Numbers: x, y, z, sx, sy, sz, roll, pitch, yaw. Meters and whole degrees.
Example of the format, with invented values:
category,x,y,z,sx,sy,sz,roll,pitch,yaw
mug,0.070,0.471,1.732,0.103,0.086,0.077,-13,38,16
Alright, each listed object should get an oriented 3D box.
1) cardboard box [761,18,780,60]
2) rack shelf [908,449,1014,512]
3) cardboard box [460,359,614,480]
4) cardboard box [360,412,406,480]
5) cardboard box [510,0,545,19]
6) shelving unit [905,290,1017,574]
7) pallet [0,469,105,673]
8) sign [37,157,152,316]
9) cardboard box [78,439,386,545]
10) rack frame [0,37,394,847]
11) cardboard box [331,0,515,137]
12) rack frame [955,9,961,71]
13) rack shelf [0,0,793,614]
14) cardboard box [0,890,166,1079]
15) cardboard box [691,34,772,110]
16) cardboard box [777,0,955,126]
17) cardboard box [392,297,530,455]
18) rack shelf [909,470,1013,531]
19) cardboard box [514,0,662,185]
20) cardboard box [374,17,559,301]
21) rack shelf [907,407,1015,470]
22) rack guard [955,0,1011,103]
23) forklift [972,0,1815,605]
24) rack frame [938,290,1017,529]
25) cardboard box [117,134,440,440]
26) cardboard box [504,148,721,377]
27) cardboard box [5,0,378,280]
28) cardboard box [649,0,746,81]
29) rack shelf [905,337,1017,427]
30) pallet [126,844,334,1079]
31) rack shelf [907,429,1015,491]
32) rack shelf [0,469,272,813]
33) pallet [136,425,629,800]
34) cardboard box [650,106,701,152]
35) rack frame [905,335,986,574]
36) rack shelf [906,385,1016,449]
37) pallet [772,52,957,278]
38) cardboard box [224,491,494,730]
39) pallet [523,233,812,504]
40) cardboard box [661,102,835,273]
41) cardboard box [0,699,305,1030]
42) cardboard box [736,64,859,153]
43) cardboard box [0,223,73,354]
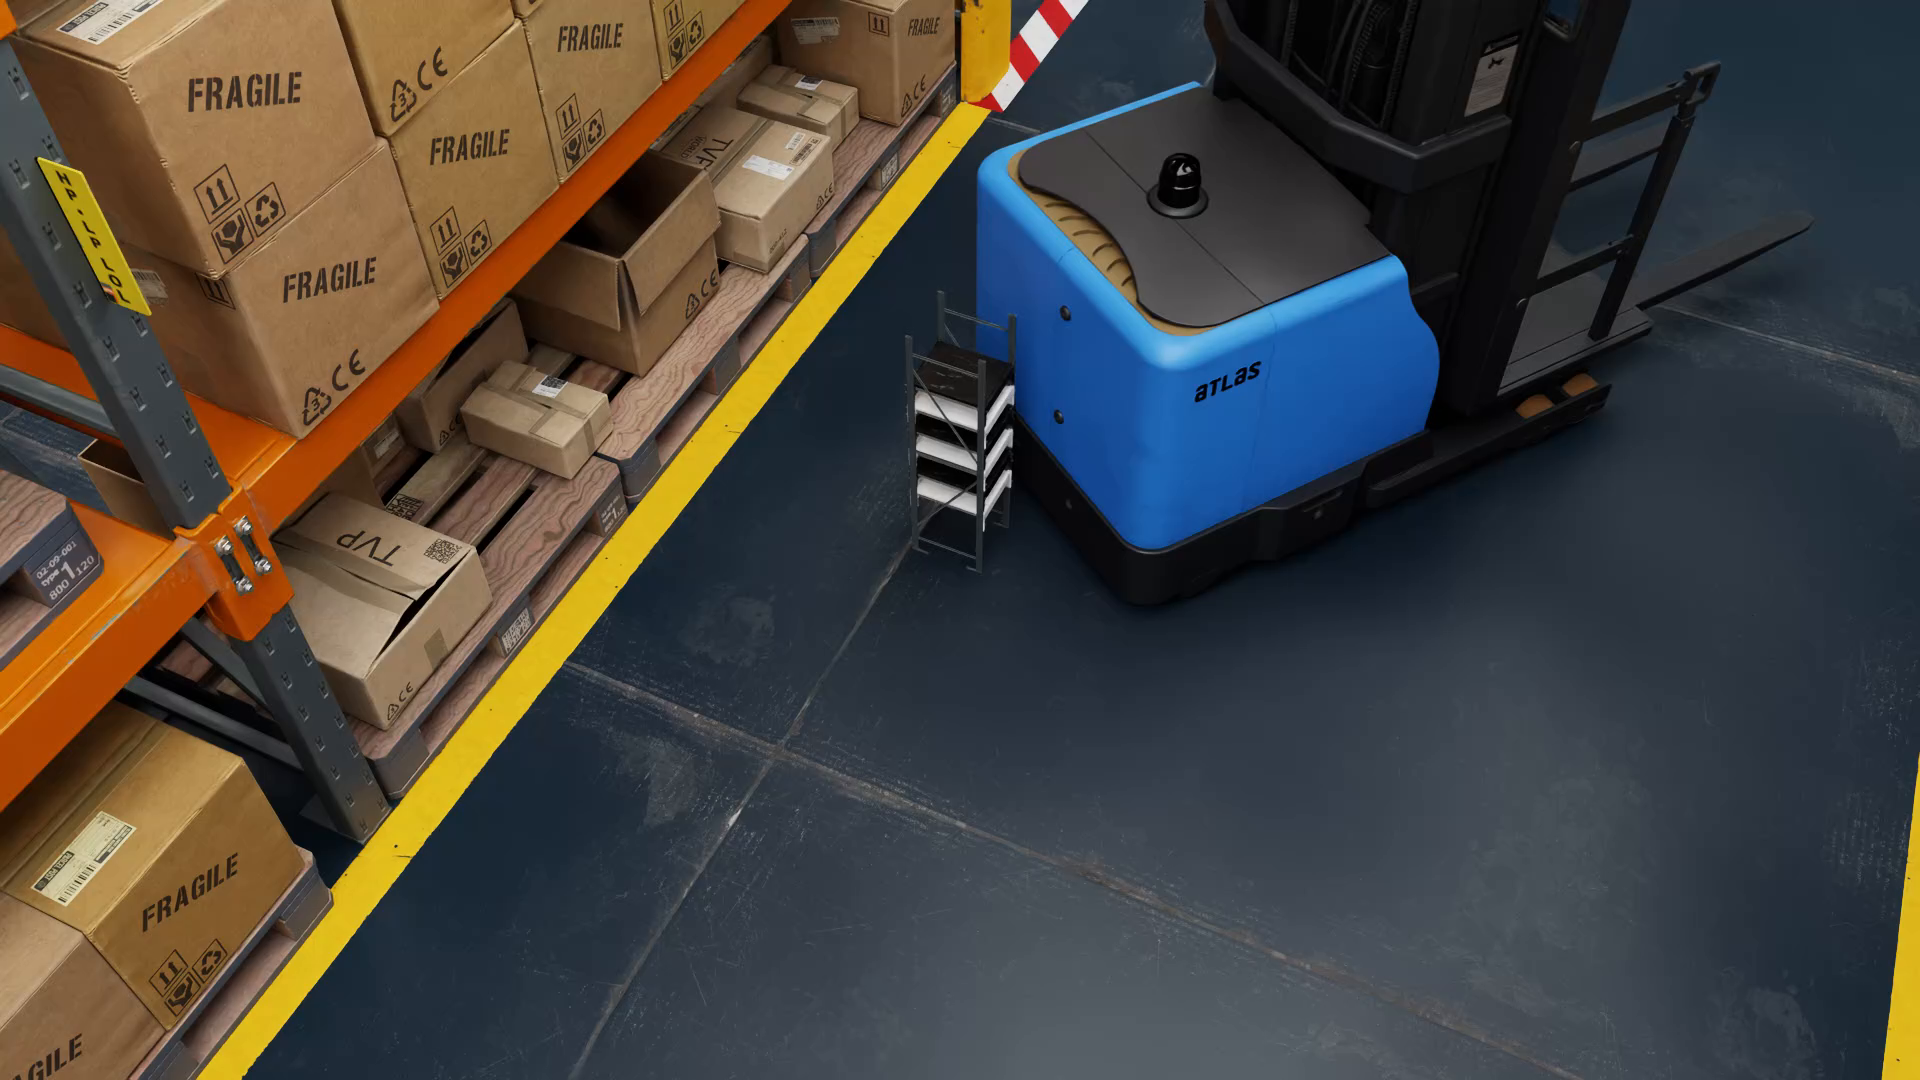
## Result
category,x,y,z,sx,sy,sz,roll,pitch,yaw
cardboard box,-0.938,-1.971,6.529,0.380,0.166,0.250,20,52,16
rack shelf,0.003,-0.217,5.006,0.258,0.077,0.200,20,52,16
cardboard box,-1.315,-0.383,5.178,0.380,0.166,0.250,20,52,16
cardboard box,-1.957,-0.322,5.138,0.380,0.149,0.250,20,52,16
cardboard box,-1.154,-1.640,3.953,0.500,0.500,0.500,18,52,15
shelving unit,0.003,-0.297,4.912,0.258,0.900,0.210,20,52,16
pallet,-2.490,0.236,3.206,1.003,0.211,1.213,20,52,16
sign,-1.547,-0.538,2.978,0.100,0.325,0.005,20,52,16
cardboard box,-2.063,-0.158,4.767,0.500,0.500,0.500,20,52,16
rack frame,-2.050,-0.341,3.571,1.000,3.000,0.127,20,52,16
cardboard box,-1.374,-1.286,3.652,0.500,0.500,0.500,18,52,15
rack frame,-0.341,-3.095,5.914,1.000,3.000,0.127,20,52,16
rack shelf,-1.196,-1.485,5.016,1.077,0.370,4.000,20,52,16
cardboard box,-2.221,1.097,3.699,0.500,0.500,0.500,20,52,16
cardboard box,-1.044,-1.720,6.261,0.500,0.250,0.500,20,52,16
cardboard box,-0.351,-1.973,6.312,0.500,0.500,0.500,20,52,16
cardboard box,-1.743,-0.613,5.279,0.500,0.311,0.500,20,52,16
rack shelf,0.003,-0.159,5.075,0.258,0.077,0.200,20,52,16
cardboard box,-1.154,-1.333,4.349,0.500,0.500,0.500,20,52,16
cardboard box,-1.370,-0.989,4.057,0.500,0.500,0.500,21,53,17
rack shelf,0.003,-0.334,4.869,0.258,0.077,0.200,20,52,16
rack guard,-0.374,-2.233,6.822,1.175,0.500,0.348,20,52,16
forklift,1.571,-1.597,4.684,3.031,2.935,1.130,-24,54,-19
rack frame,0.047,-0.367,4.972,0.240,0.900,0.006,20,52,16
cardboard box,-1.586,-0.636,3.756,0.500,0.500,0.500,21,53,17
cardboard box,-1.252,-0.970,5.456,0.797,0.503,0.637,20,52,16
cardboard box,-1.594,-0.930,3.350,0.500,0.500,0.500,21,53,17
cardboard box,-0.938,-1.684,4.647,0.500,0.500,0.500,19,52,16
rack shelf,0.003,-0.451,4.732,0.258,0.077,0.200,20,52,16
pallet,-2.363,1.135,4.146,1.003,0.211,1.213,20,52,16
rack shelf,0.003,-0.276,4.937,0.258,0.077,0.200,20,52,16
rack shelf,-2.904,1.269,2.673,1.077,0.370,4.000,20,52,16
pallet,-1.756,0.090,5.035,1.003,0.211,1.213,20,52,16
cardboard box,-1.257,-1.376,5.968,0.500,0.250,0.500,20,52,16
rack frame,-0.040,-0.227,4.852,0.240,0.900,0.006,20,52,16
rack shelf,0.003,-0.392,4.800,0.258,0.077,0.200,20,52,16
pallet,-0.713,-1.590,6.465,1.003,0.211,1.213,20,52,16
cardboard box,-1.675,0.169,4.613,0.500,0.311,0.500,20,52,16
pallet,-1.236,-0.753,5.752,1.003,0.211,1.213,20,52,16
cardboard box,-0.784,-1.248,5.859,0.500,0.250,0.500,20,52,16
cardboard box,-2.002,0.760,3.987,0.500,0.500,0.500,20,52,16
cardboard box,-0.605,-1.616,6.227,0.380,0.166,0.250,20,52,16
cardboard box,-2.068,-0.801,3.896,0.500,0.500,0.500,21,53,17
